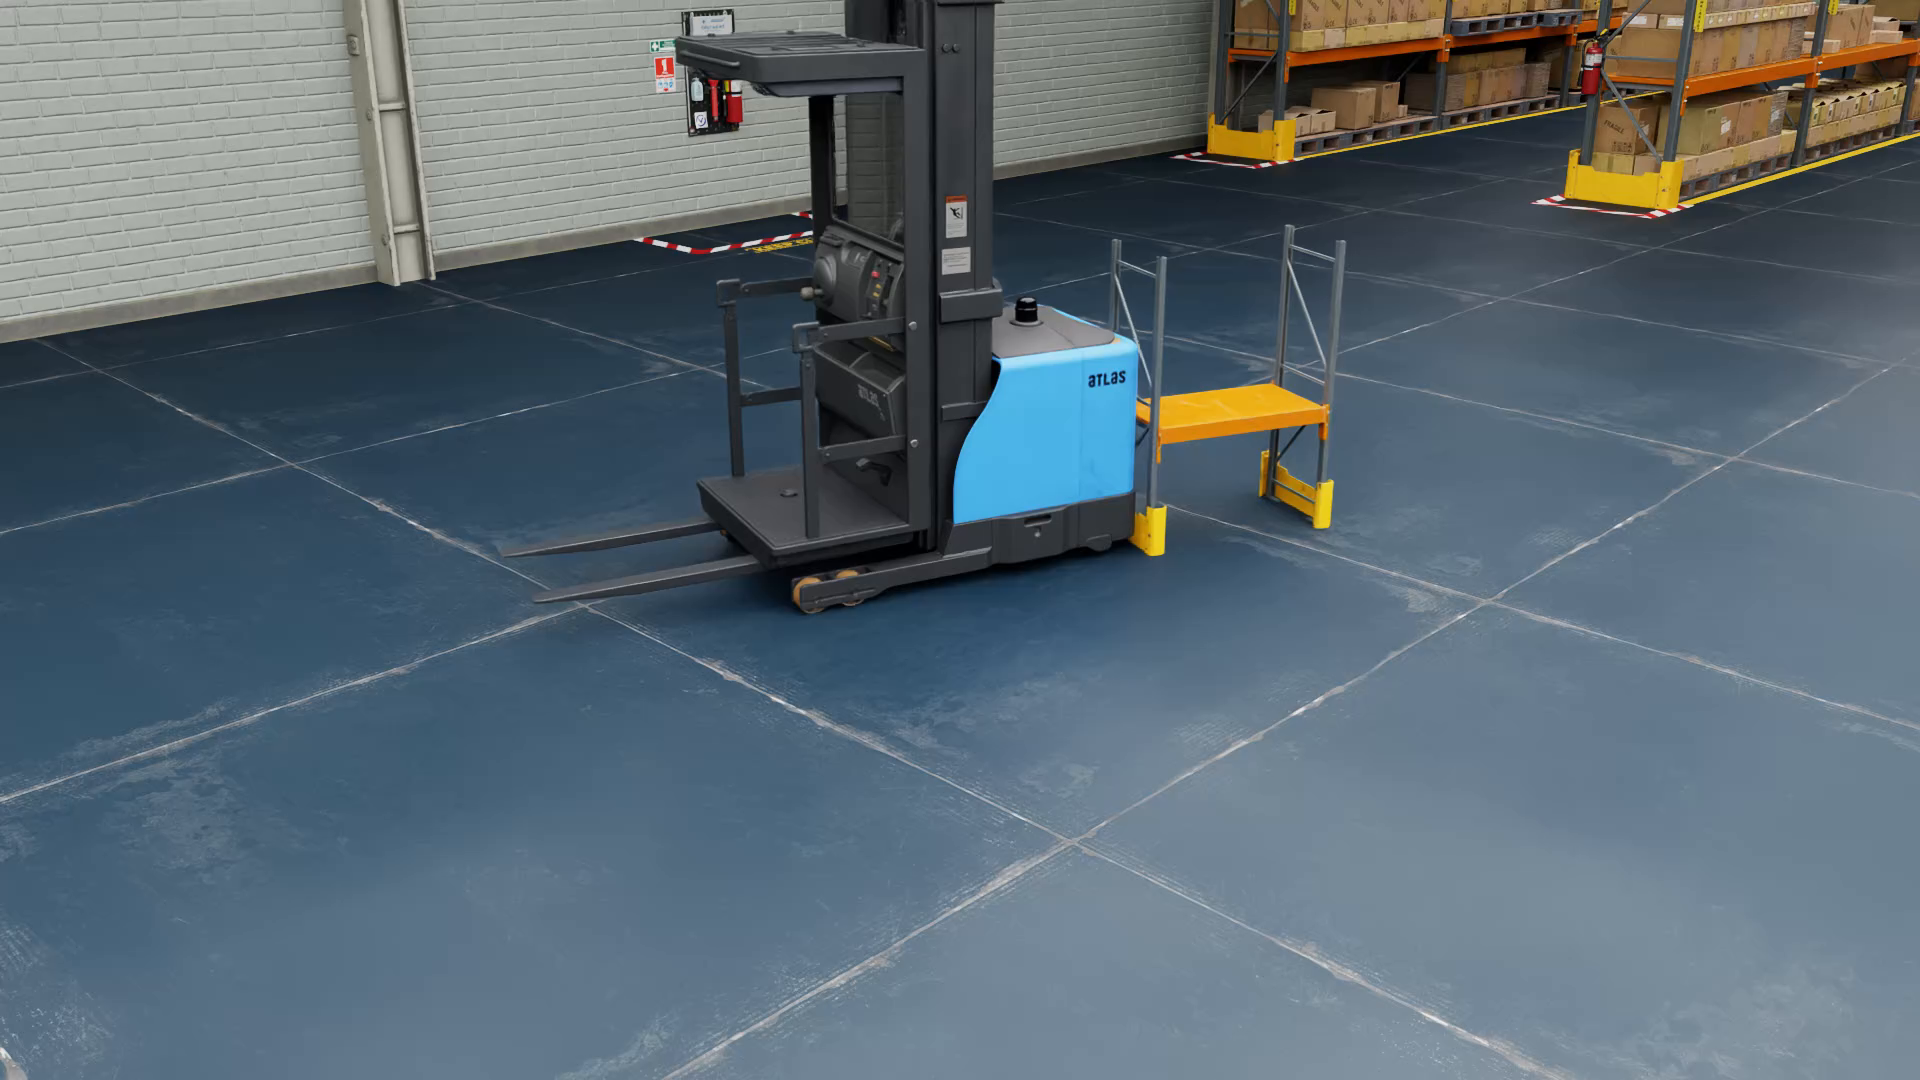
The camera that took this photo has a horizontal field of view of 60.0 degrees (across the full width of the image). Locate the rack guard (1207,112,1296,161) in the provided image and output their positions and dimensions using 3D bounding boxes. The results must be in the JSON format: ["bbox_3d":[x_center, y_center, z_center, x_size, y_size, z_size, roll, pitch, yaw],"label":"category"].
[{"bbox_3d":[3.745,-5.203,21.415,1.175,0.500,0.348,19,28,41],"label":"rack guard"}]

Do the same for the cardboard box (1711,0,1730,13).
[{"bbox_3d":[7.978,-6.031,18.136,0.700,0.500,0.500,18,28,39],"label":"cardboard box"}]

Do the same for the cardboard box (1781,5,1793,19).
[{"bbox_3d":[9.460,-6.167,19.394,0.380,0.149,0.250,19,28,41],"label":"cardboard box"}]

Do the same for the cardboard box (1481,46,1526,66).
[{"bbox_3d":[8.365,-7.466,25.645,0.500,0.250,0.500,-20,28,-41],"label":"cardboard box"}]

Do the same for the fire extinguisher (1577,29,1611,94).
[{"bbox_3d":[6.828,-5.161,17.929,0.296,0.674,0.183,19,28,41],"label":"fire extinguisher"}]

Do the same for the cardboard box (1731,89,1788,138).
[{"bbox_3d":[9.510,-5.103,19.871,0.500,0.500,0.500,19,28,41],"label":"cardboard box"}]

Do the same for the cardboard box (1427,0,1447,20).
[{"bbox_3d":[6.374,-7.469,22.962,0.500,0.500,0.500,19,28,41],"label":"cardboard box"}]

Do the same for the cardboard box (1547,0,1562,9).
[{"bbox_3d":[8.952,-8.535,25.848,0.700,0.500,0.500,15,26,35],"label":"cardboard box"}]

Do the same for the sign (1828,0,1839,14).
[{"bbox_3d":[10.433,-6.442,19.837,0.100,0.325,0.005,19,28,41],"label":"sign"}]

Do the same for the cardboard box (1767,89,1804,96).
[{"bbox_3d":[10.819,-5.753,21.826,0.500,0.311,0.500,19,28,40],"label":"cardboard box"}]

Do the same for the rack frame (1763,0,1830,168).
[{"bbox_3d":[10.034,-6.140,20.367,1.000,3.000,0.127,19,28,41],"label":"rack frame"}]

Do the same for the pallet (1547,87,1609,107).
[{"bbox_3d":[9.877,-7.289,27.244,1.003,0.211,1.213,19,28,41],"label":"pallet"}]

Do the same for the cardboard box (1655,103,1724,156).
[{"bbox_3d":[8.124,-4.585,18.525,0.500,0.500,0.500,19,28,41],"label":"cardboard box"}]

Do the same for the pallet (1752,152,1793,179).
[{"bbox_3d":[9.449,-4.644,20.363,1.003,0.211,1.213,19,28,41],"label":"pallet"}]

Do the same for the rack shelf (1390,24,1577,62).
[{"bbox_3d":[7.877,-7.557,25.057,1.077,0.370,4.000,19,28,41],"label":"rack shelf"}]

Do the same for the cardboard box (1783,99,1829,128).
[{"bbox_3d":[10.501,-5.358,20.799,0.500,0.311,0.500,19,28,41],"label":"cardboard box"}]

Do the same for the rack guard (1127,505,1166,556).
[{"bbox_3d":[0.886,-0.137,8.583,0.087,0.250,0.587,-9,23,-21],"label":"rack guard"}]

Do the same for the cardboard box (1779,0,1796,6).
[{"bbox_3d":[9.377,-6.546,19.477,0.700,0.500,0.500,19,28,41],"label":"cardboard box"}]

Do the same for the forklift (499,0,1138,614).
[{"bbox_3d":[-0.663,-1.243,7.723,3.031,2.935,1.130,-10,23,-25],"label":"forklift"}]

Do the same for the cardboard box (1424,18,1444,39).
[{"bbox_3d":[6.369,-7.120,23.100,0.500,0.250,0.500,19,28,41],"label":"cardboard box"}]

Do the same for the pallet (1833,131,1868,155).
[{"bbox_3d":[11.371,-5.352,22.206,1.003,0.211,1.213,19,28,41],"label":"pallet"}]

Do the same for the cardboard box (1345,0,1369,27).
[{"bbox_3d":[4.957,-6.943,21.593,0.500,0.500,0.500,18,27,39],"label":"cardboard box"}]

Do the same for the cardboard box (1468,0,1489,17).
[{"bbox_3d":[7.257,-7.895,24.181,0.500,0.500,0.700,-17,27,-37],"label":"cardboard box"}]

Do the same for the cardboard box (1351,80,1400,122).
[{"bbox_3d":[5.787,-6.140,23.240,0.500,0.500,0.500,17,27,37],"label":"cardboard box"}]

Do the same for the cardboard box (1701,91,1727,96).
[{"bbox_3d":[8.789,-5.104,19.876,0.500,0.500,0.500,19,28,41],"label":"cardboard box"}]

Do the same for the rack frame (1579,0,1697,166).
[{"bbox_3d":[7.244,-5.111,17.692,1.000,3.000,0.127,19,28,41],"label":"rack frame"}]

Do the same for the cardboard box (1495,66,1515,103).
[{"bbox_3d":[8.039,-7.009,25.500,0.700,0.500,0.500,19,28,40],"label":"cardboard box"}]

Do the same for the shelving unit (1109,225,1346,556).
[{"bbox_3d":[1.344,-0.790,8.540,1.083,1.500,0.587,-9,23,-21],"label":"shelving unit"}]

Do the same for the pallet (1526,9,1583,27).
[{"bbox_3d":[8.852,-8.107,25.754,1.213,0.211,1.003,19,28,41],"label":"pallet"}]

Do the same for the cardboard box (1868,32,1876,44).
[{"bbox_3d":[11.975,-6.709,22.198,0.250,0.149,0.380,-18,27,-38],"label":"cardboard box"}]

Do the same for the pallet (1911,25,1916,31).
[{"bbox_3d":[14.178,-7.579,24.380,1.003,0.211,1.213,19,28,41],"label":"pallet"}]

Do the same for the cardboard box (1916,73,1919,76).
[{"bbox_3d":[14.061,-6.516,24.216,0.500,0.500,0.500,19,28,40],"label":"cardboard box"}]

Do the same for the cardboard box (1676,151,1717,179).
[{"bbox_3d":[8.123,-4.236,18.661,0.500,0.250,0.500,19,28,41],"label":"cardboard box"}]

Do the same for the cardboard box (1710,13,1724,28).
[{"bbox_3d":[8.029,-5.640,18.024,0.380,0.149,0.250,19,28,41],"label":"cardboard box"}]

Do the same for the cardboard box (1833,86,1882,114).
[{"bbox_3d":[11.923,-5.882,22.162,0.500,0.311,0.500,19,28,40],"label":"cardboard box"}]

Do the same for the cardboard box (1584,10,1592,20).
[{"bbox_3d":[9.850,-8.388,26.539,0.250,0.149,0.380,-20,29,-41],"label":"cardboard box"}]

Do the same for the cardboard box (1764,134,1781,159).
[{"bbox_3d":[9.511,-4.752,20.005,0.500,0.250,0.500,19,28,41],"label":"cardboard box"}]

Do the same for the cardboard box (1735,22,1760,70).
[{"bbox_3d":[8.656,-5.674,19.015,0.500,0.500,0.700,-19,28,-40],"label":"cardboard box"}]

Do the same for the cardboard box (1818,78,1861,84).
[{"bbox_3d":[12.249,-6.281,23.201,0.500,0.311,0.500,-19,28,-40],"label":"cardboard box"}]

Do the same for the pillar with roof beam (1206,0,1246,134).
[{"bbox_3d":[6.645,-8.470,18.067,9.100,9.000,0.400,19,28,41],"label":"pillar with roof beam"}]

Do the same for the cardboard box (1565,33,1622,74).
[{"bbox_3d":[10.495,-7.979,27.564,0.750,0.750,0.750,19,28,40],"label":"cardboard box"}]

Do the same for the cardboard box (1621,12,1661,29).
[{"bbox_3d":[7.374,-5.607,17.937,0.380,0.149,0.250,19,28,40],"label":"cardboard box"}]

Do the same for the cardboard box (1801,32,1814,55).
[{"bbox_3d":[10.346,-6.207,20.752,0.500,0.250,0.500,-18,27,-39],"label":"cardboard box"}]

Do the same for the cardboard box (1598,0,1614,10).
[{"bbox_3d":[10.167,-8.795,26.693,0.500,0.500,0.500,-19,28,-40],"label":"cardboard box"}]

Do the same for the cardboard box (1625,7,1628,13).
[{"bbox_3d":[10.919,-8.788,27.580,0.250,0.149,0.380,-19,28,-40],"label":"cardboard box"}]

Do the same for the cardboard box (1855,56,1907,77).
[{"bbox_3d":[13.345,-6.871,24.096,0.500,0.250,0.500,-19,28,-40],"label":"cardboard box"}]

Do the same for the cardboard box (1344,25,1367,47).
[{"bbox_3d":[4.971,-6.602,21.752,0.500,0.250,0.500,19,28,40],"label":"cardboard box"}]

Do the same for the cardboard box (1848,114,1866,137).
[{"bbox_3d":[11.565,-5.489,21.922,0.500,0.250,0.500,-20,28,-41],"label":"cardboard box"}]

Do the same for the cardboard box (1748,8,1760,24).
[{"bbox_3d":[8.744,-5.903,18.707,0.380,0.149,0.250,20,28,41],"label":"cardboard box"}]
